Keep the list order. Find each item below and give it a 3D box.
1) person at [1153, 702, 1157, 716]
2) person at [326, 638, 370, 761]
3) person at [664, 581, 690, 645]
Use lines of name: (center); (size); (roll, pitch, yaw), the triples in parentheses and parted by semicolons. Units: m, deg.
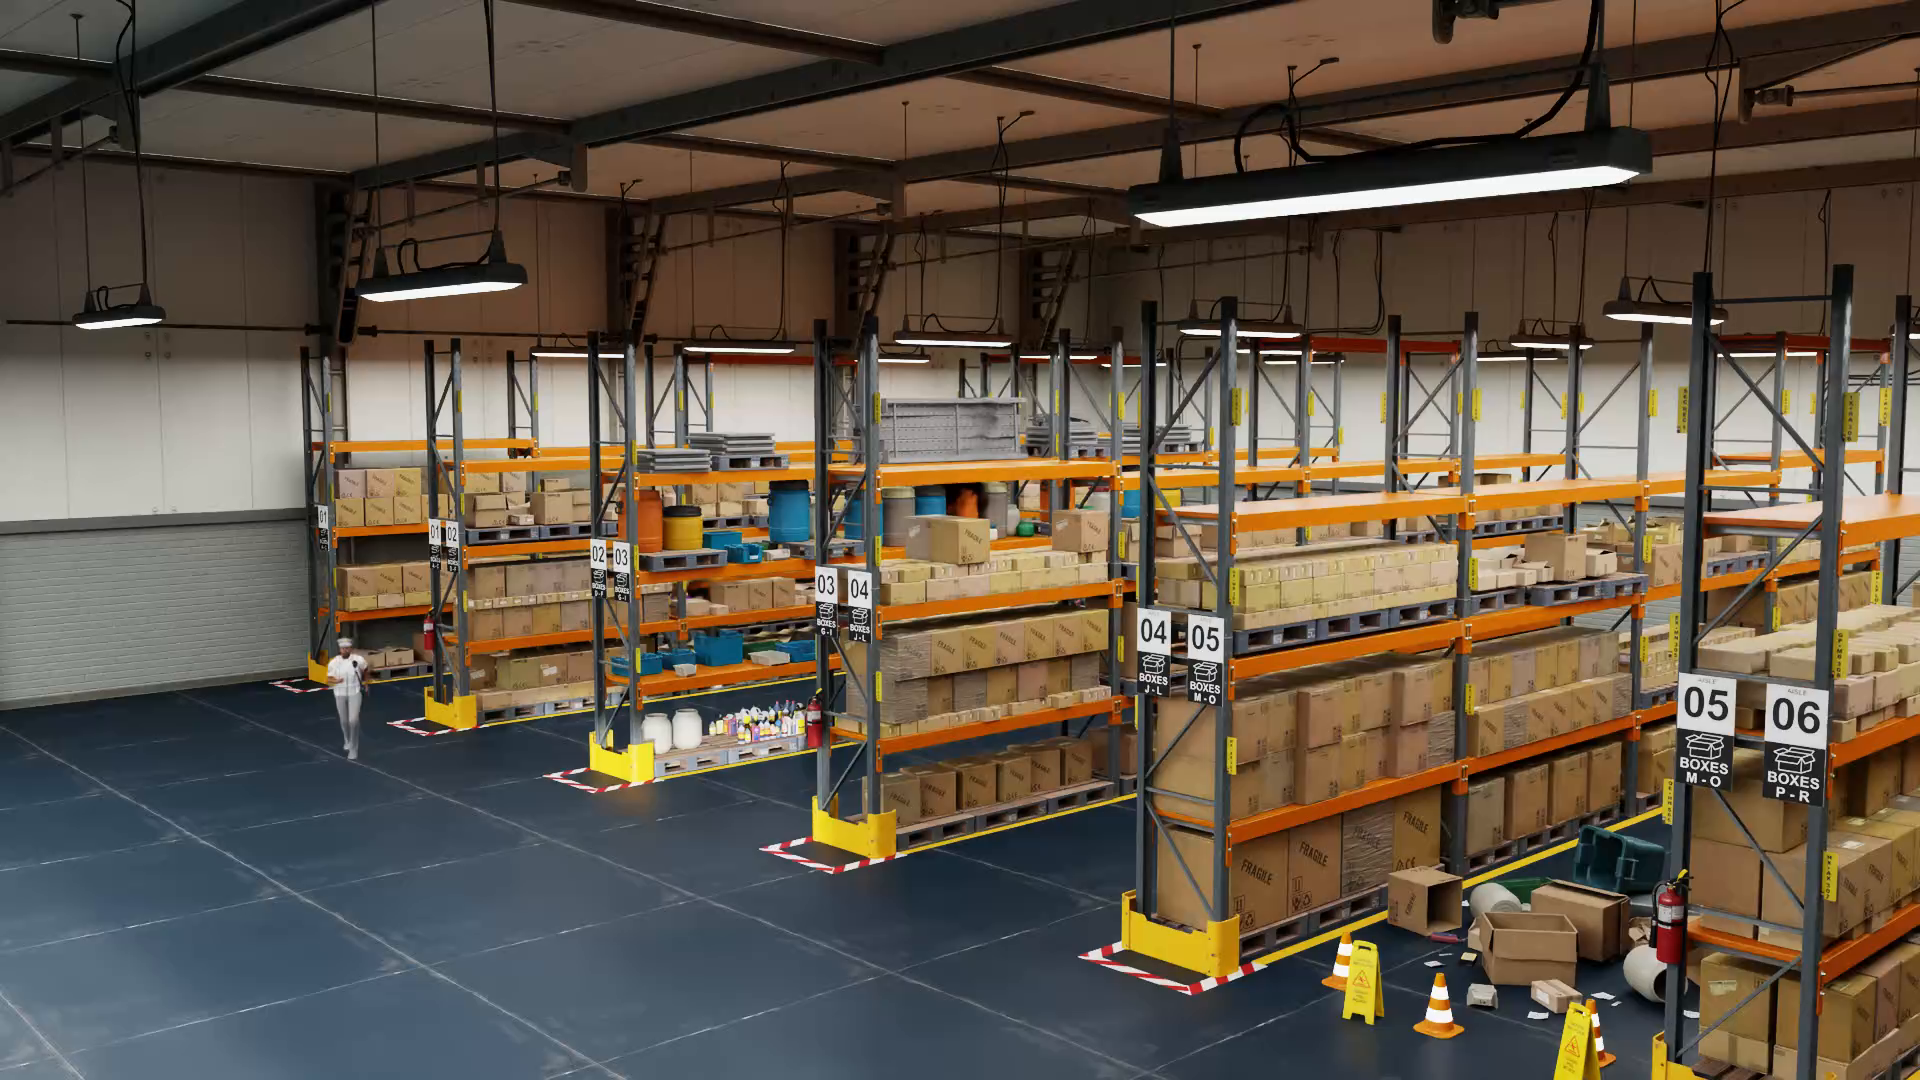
person: (2.762, 1.910, 24.814); (0.554, 1.593, 0.527); (-5, 7, -44)
person: (-8.709, 2.242, 23.680); (0.539, 1.749, 0.846); (-1, 5, -12)
person: (-5.314, 1.567, 31.142); (0.696, 1.718, 0.605); (4, 7, 40)
